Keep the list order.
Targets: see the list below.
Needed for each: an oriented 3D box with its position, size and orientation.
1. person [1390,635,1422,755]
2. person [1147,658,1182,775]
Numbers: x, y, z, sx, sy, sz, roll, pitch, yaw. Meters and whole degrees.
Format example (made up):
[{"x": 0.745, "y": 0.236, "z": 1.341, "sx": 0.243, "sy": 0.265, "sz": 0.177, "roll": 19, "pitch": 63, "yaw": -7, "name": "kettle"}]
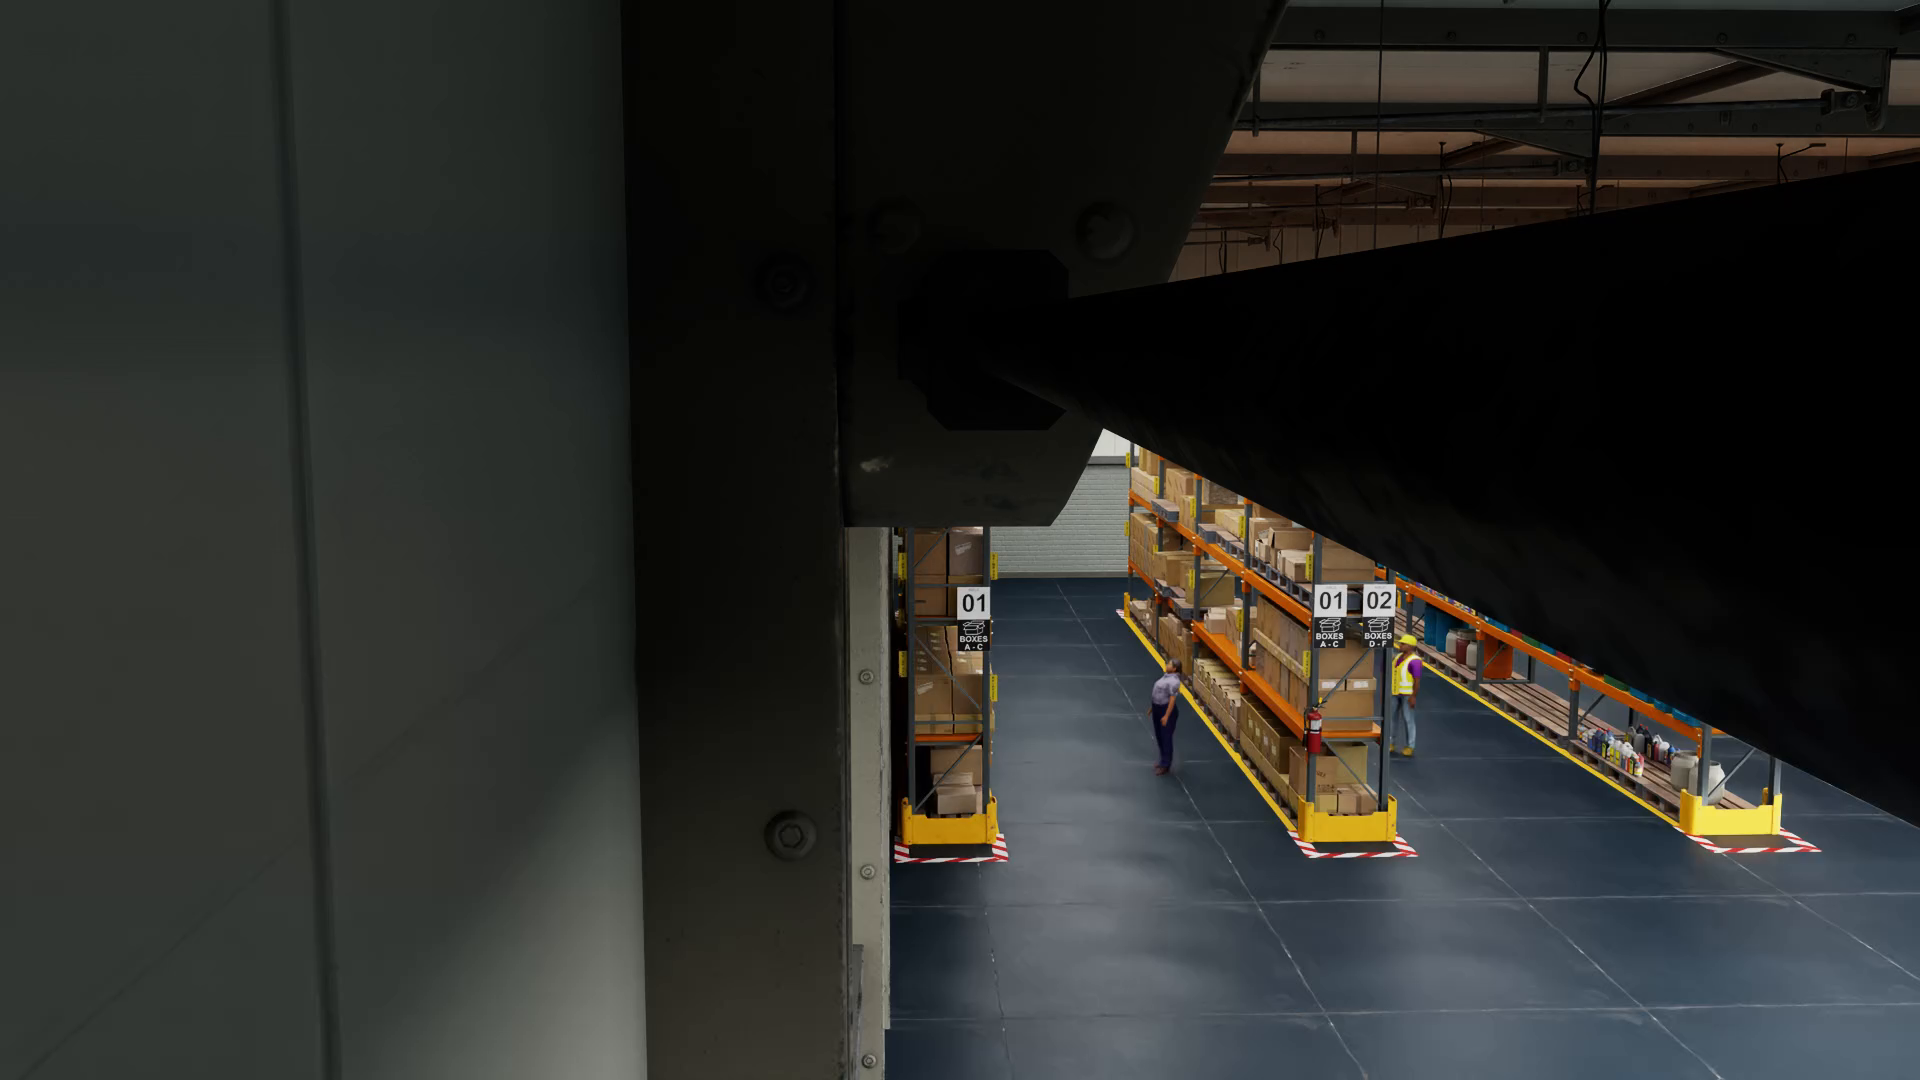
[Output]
[{"x": 6.595, "y": 2.284, "z": 24.750, "sx": 0.426, "sy": 1.768, "sz": 0.622, "roll": -7, "pitch": 10, "yaw": -43, "name": "person"}, {"x": 2.897, "y": 2.514, "z": 23.757, "sx": 0.530, "sy": 1.636, "sz": 0.505, "roll": -5, "pitch": 9, "yaw": -33, "name": "person"}]
